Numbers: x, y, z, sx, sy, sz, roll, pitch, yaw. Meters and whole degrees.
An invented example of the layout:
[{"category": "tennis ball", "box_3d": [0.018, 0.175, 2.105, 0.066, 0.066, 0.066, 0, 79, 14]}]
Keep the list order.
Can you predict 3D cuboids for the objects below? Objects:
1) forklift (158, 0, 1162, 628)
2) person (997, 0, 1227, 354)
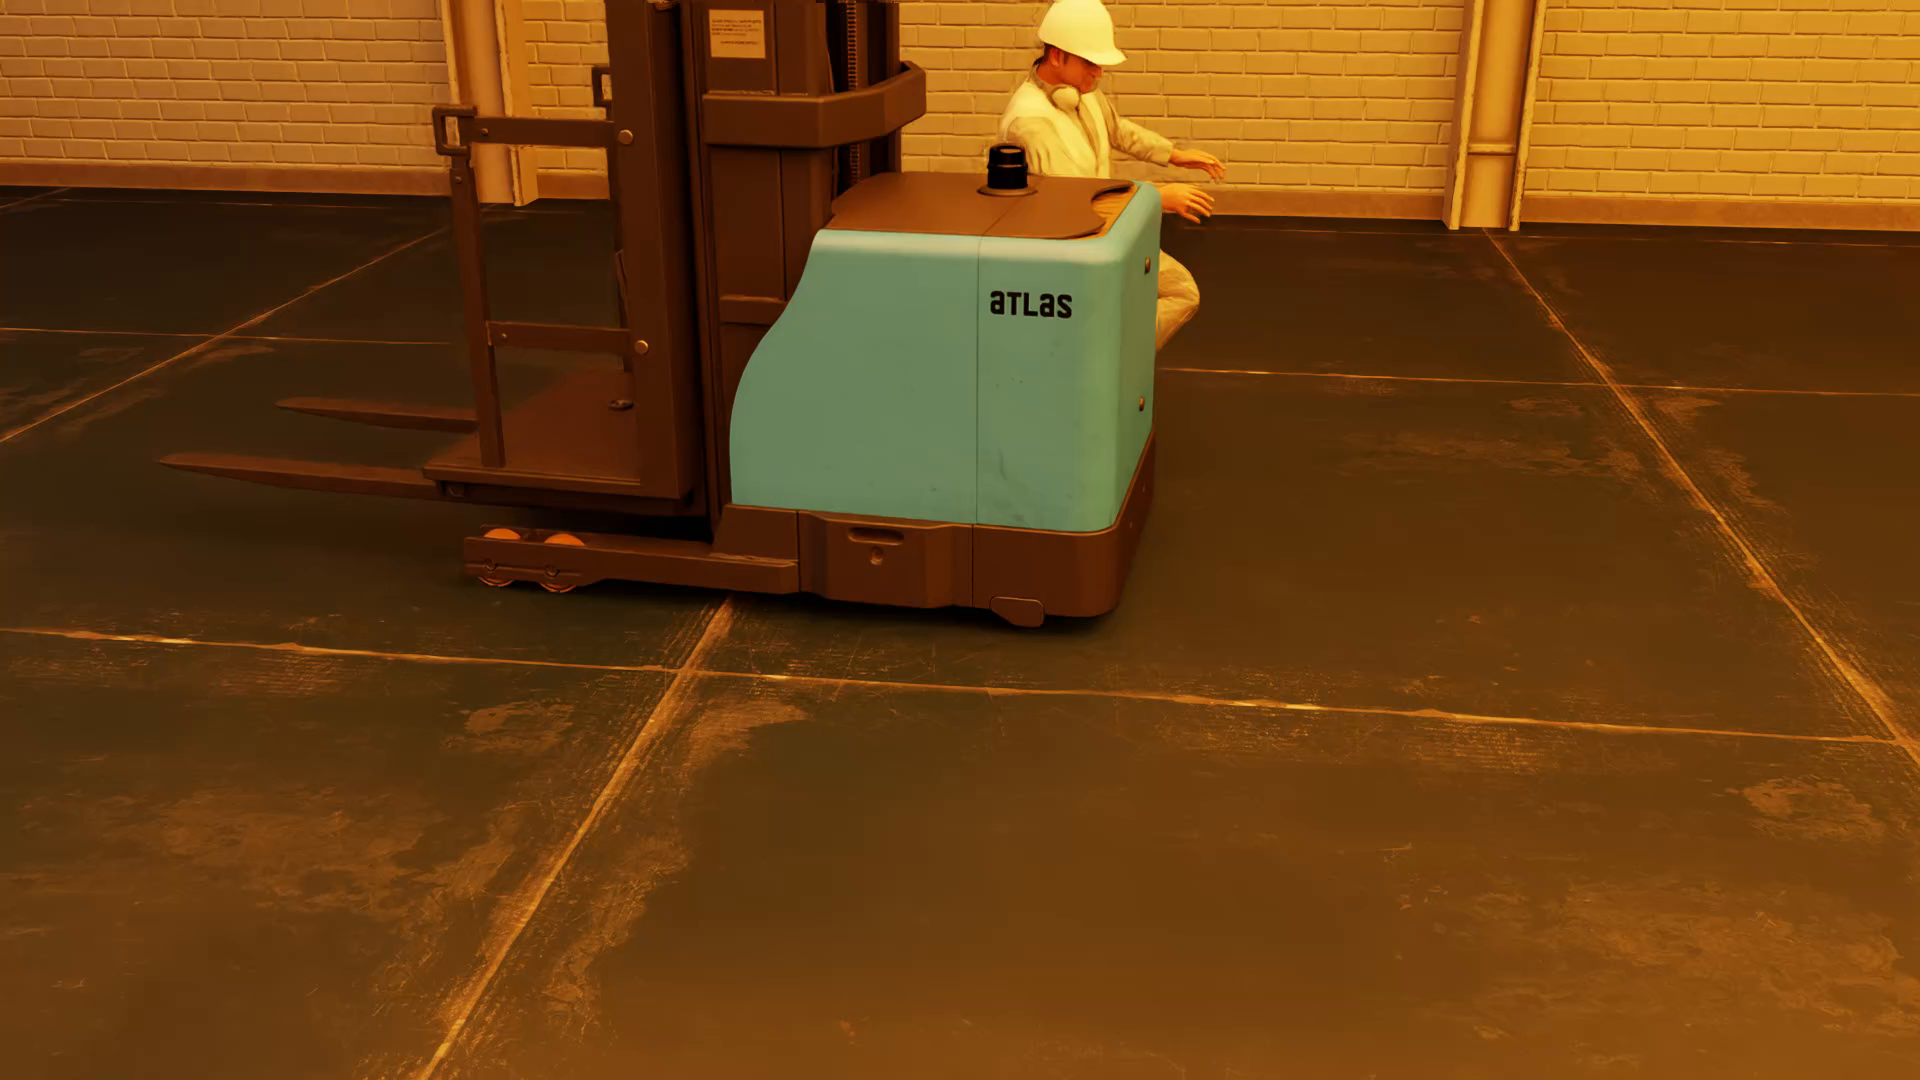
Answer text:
[{"category": "forklift", "box_3d": [-0.957, -1.394, 4.715, 3.031, 2.935, 1.130, 5, 22, 12]}, {"category": "person", "box_3d": [0.493, -1.008, 5.472, 0.788, 1.507, 0.906, 11, 24, 25]}]
